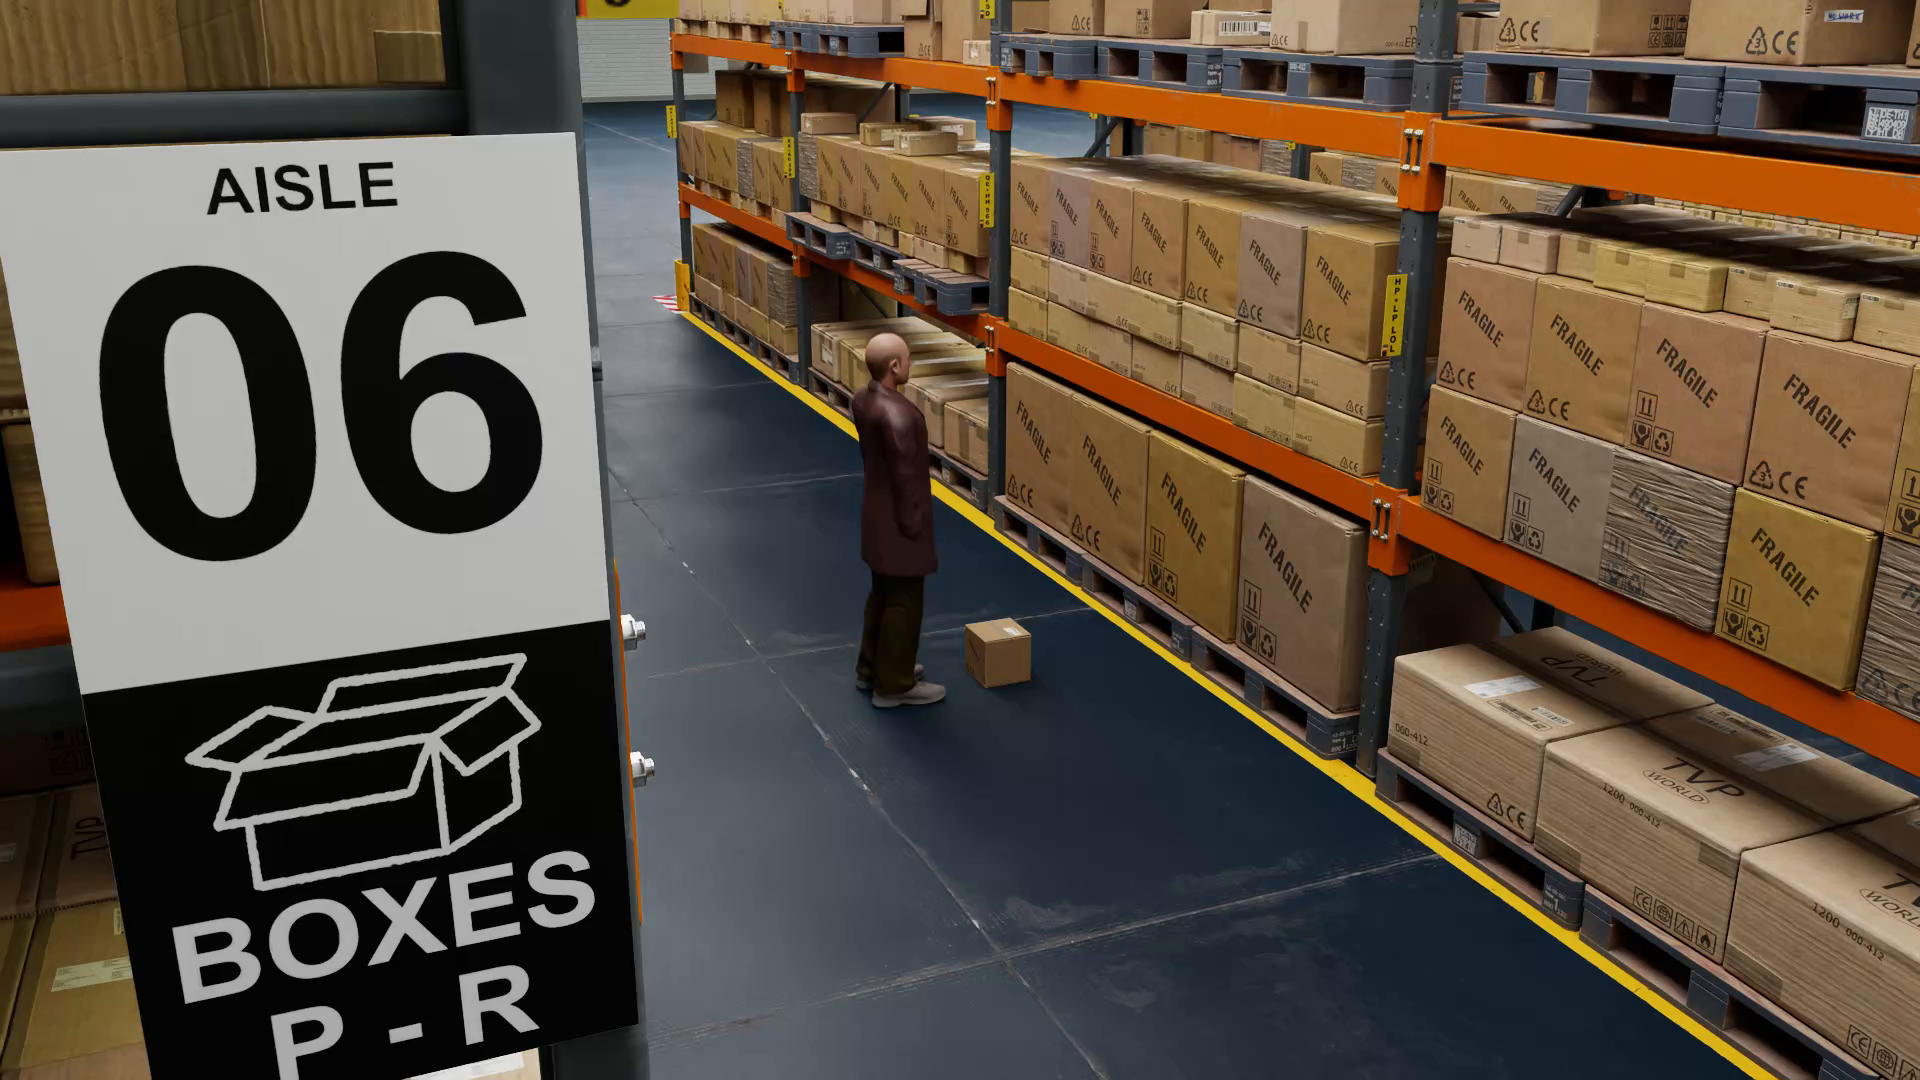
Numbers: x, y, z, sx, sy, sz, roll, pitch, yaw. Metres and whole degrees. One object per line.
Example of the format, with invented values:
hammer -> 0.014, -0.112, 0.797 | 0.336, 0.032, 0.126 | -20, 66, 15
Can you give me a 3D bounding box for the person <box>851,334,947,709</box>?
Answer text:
person -> -0.302, -0.102, 7.891 | 0.377, 1.778, 0.559 | -7, 20, -21
